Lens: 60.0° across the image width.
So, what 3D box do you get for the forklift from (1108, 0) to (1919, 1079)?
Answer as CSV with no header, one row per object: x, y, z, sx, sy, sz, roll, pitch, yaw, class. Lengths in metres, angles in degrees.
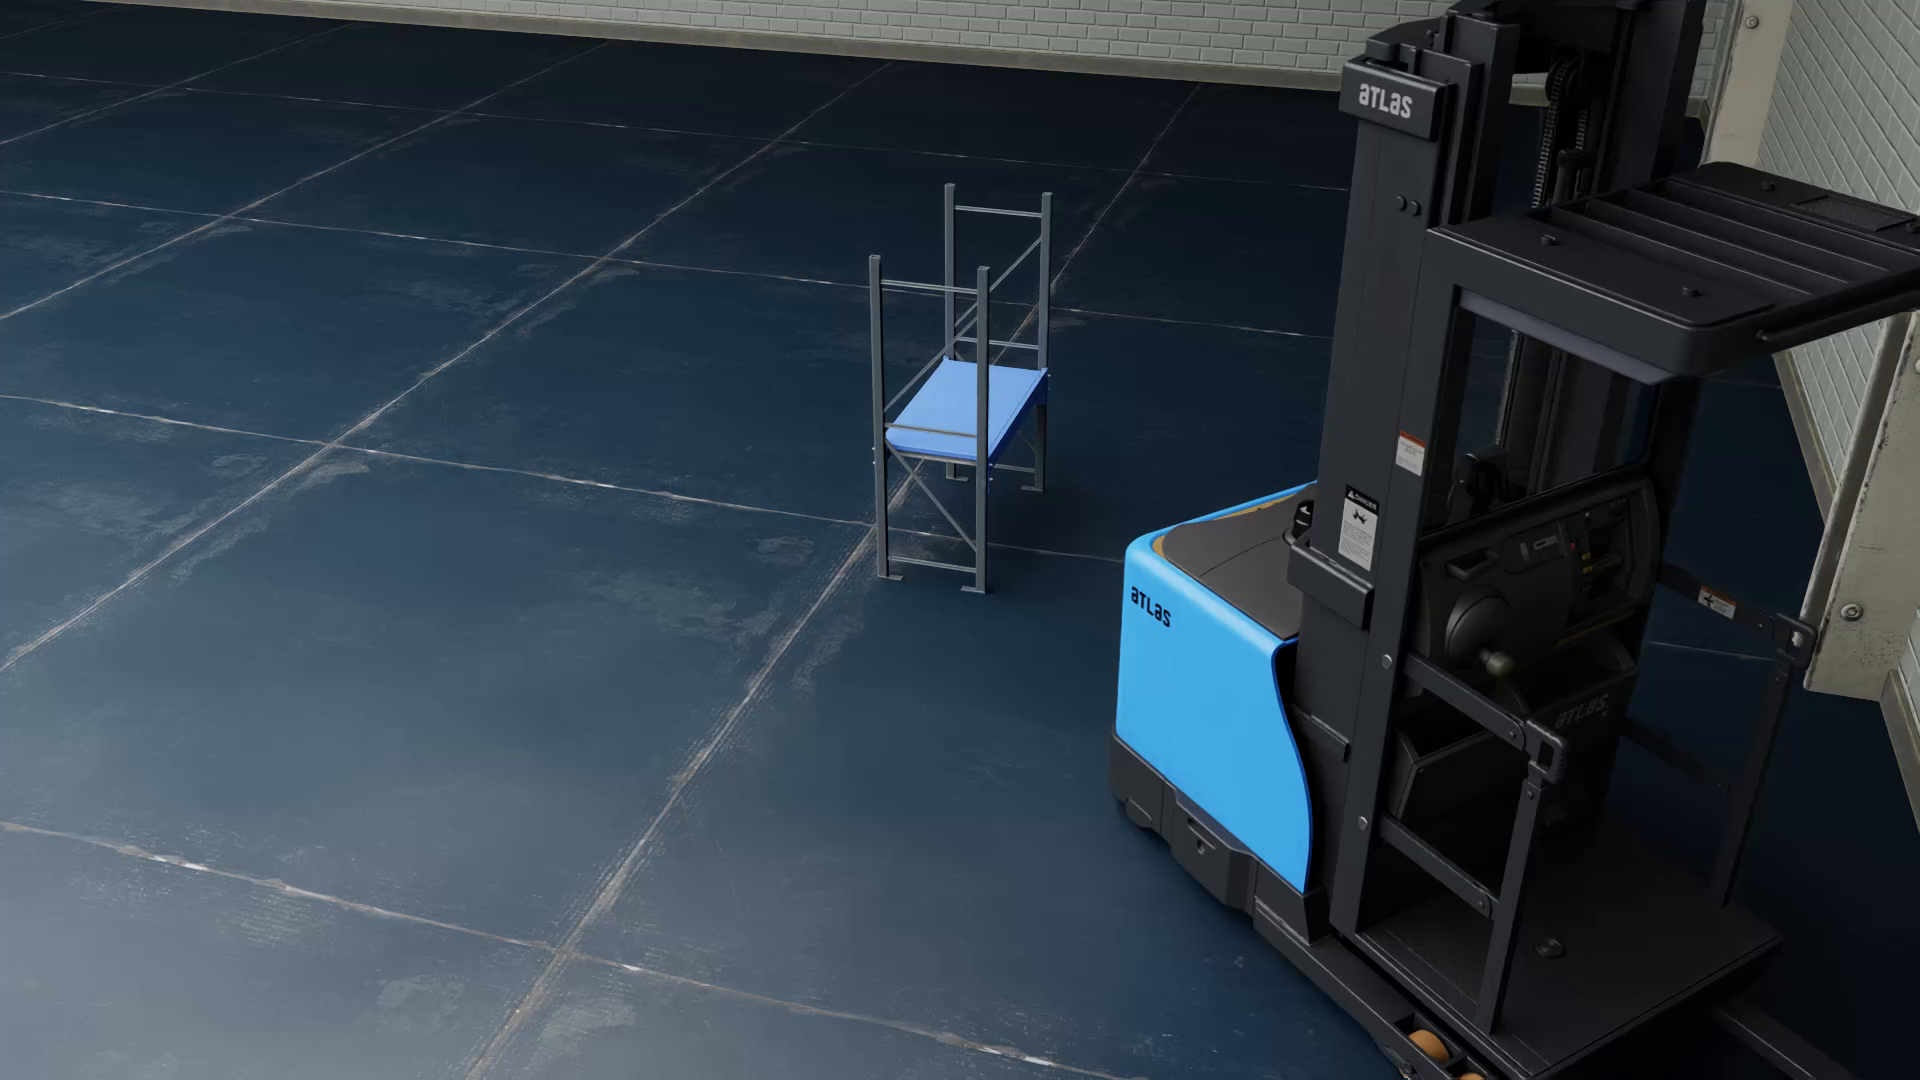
1.734,0.144,4.476,1.130,2.935,3.031,-17,33,-27,forklift

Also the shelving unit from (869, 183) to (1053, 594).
0.025,-0.695,7.457,0.538,1.500,1.048,8,30,15,shelving unit

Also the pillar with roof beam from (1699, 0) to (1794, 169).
1.240,-6.804,10.725,9.100,9.000,0.400,8,30,15,pillar with roof beam

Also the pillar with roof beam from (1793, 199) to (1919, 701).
-0.521,-4.016,5.712,9.100,9.000,0.400,8,30,15,pillar with roof beam

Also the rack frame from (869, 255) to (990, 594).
-0.124,-0.459,7.032,0.500,1.500,0.032,8,30,15,rack frame

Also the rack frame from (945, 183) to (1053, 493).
0.174,-0.931,7.881,0.500,1.500,0.032,8,30,15,rack frame

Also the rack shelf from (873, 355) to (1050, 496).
0.025,-0.538,7.544,0.538,0.185,1.000,8,30,15,rack shelf
